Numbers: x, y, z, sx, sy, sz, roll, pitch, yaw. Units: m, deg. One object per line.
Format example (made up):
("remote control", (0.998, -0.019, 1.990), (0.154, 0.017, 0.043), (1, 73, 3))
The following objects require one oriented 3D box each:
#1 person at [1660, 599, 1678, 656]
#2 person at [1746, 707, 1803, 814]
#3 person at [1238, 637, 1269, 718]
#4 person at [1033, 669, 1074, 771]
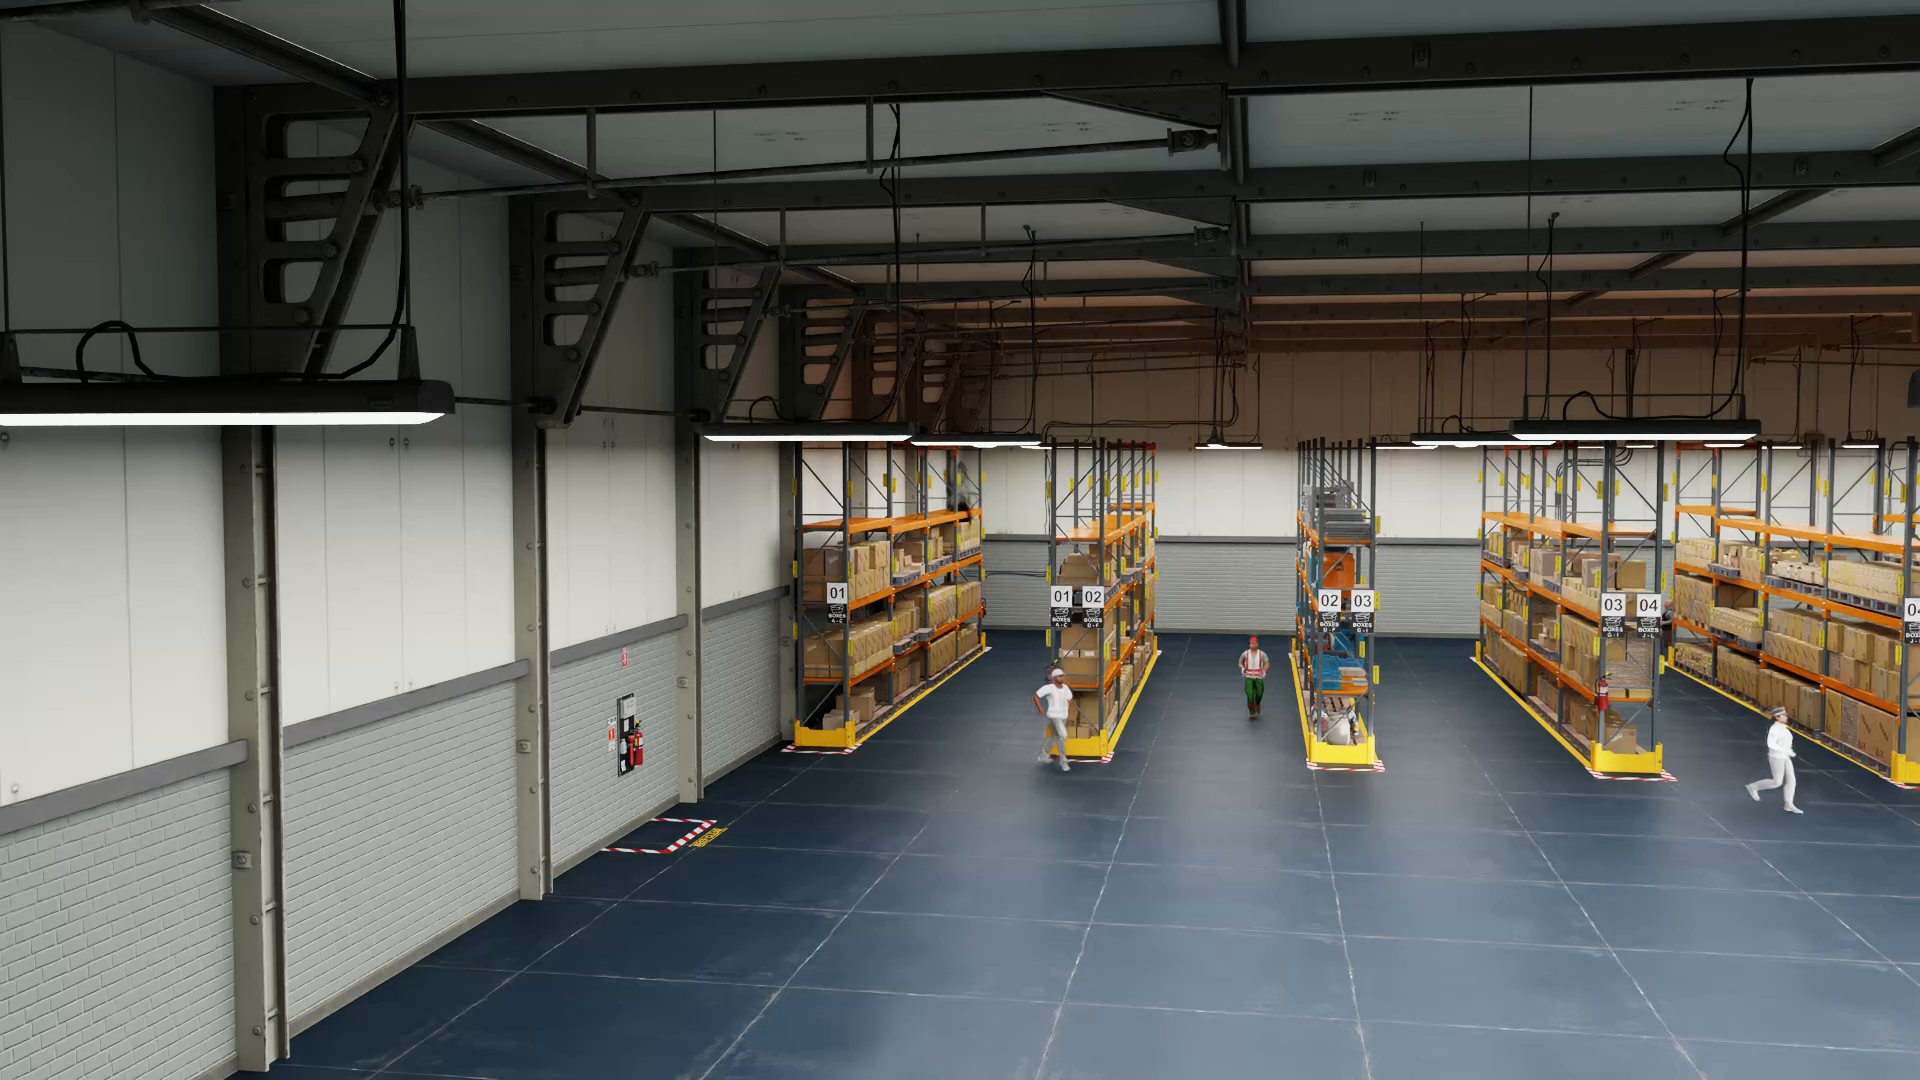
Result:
("person", (19.425, 2.475, 45.639), (0.844, 1.703, 0.694), (0, 3, 9))
("person", (13.031, 3.485, 26.534), (0.624, 1.689, 0.840), (-3, 4, -44))
("person", (6.310, 2.960, 35.744), (0.652, 1.738, 0.615), (0, 3, 9))
("person", (1.771, 3.251, 30.161), (0.801, 1.828, 0.743), (3, 4, 41))
